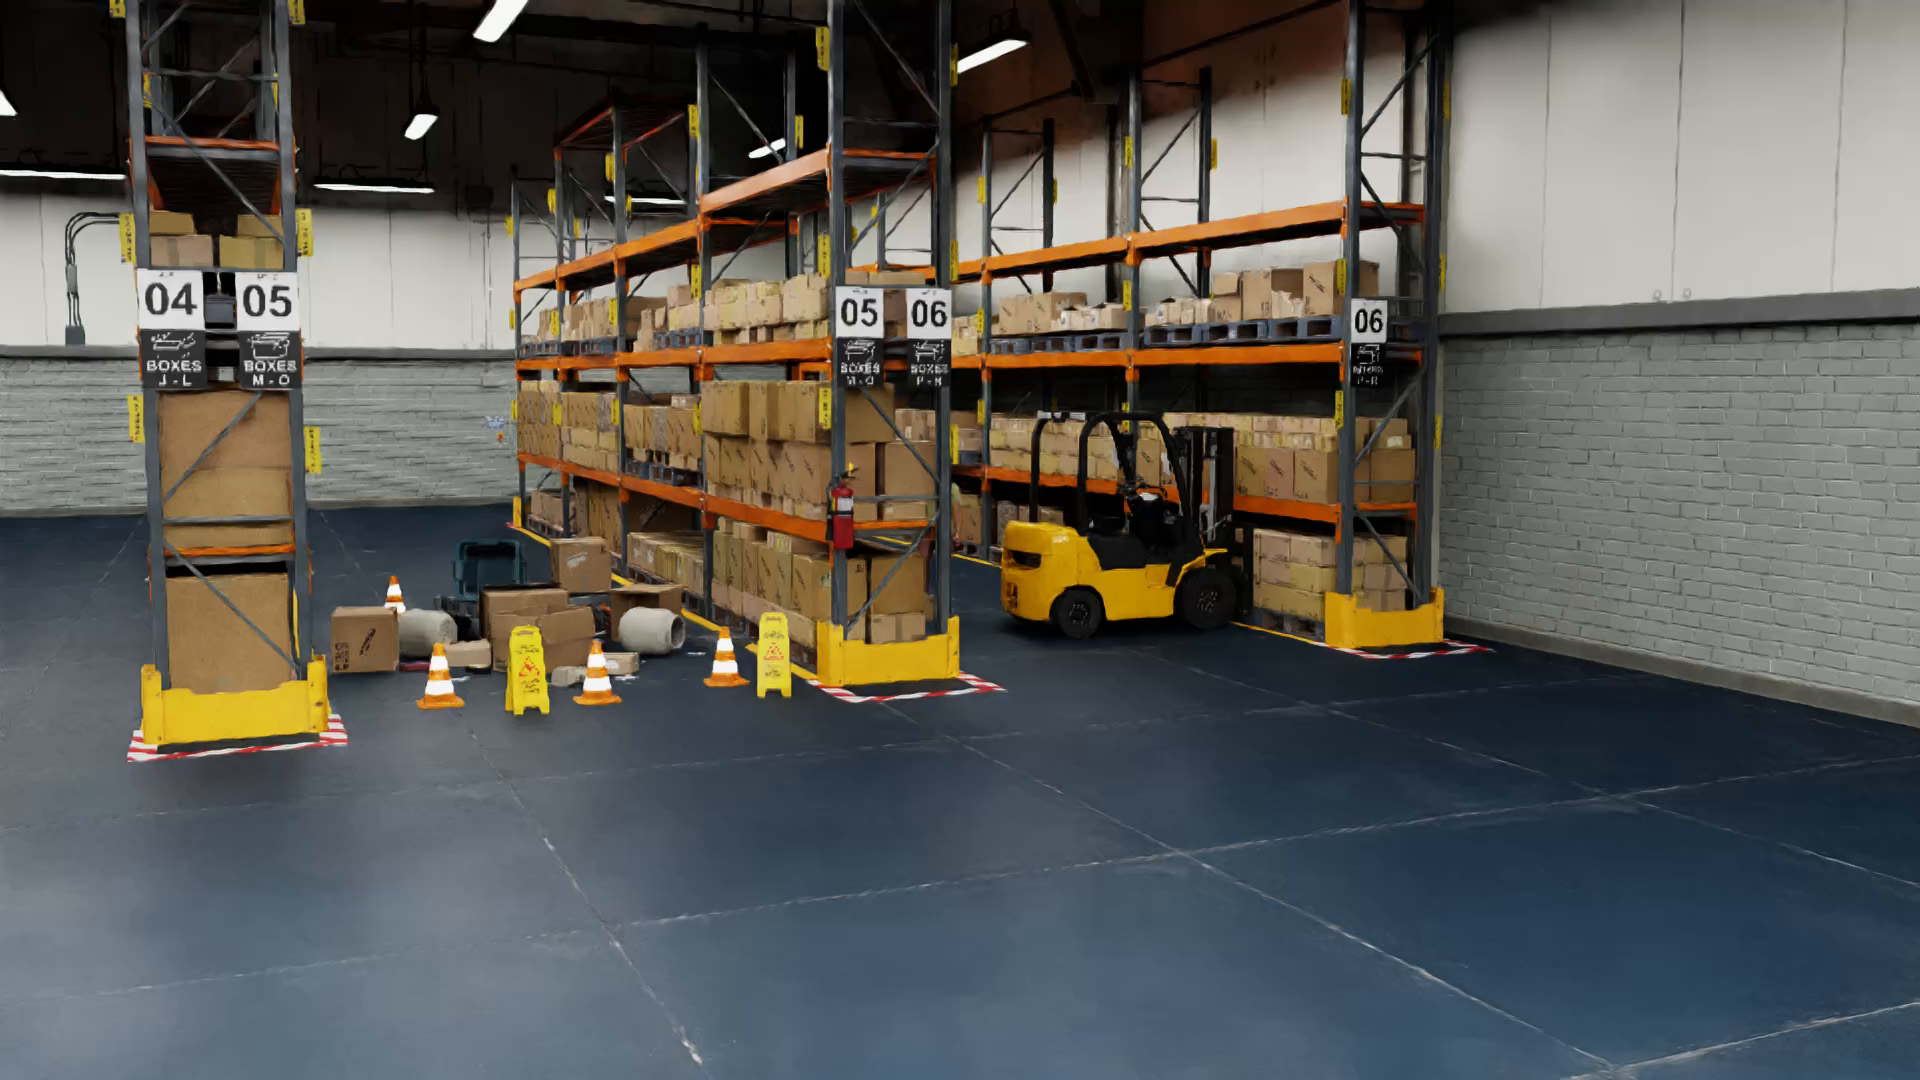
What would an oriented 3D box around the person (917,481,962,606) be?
[{"bbox_3d":[-0.253,-0.041,17.521,0.521,1.720,0.393,2,6,18],"label":"person"}]
